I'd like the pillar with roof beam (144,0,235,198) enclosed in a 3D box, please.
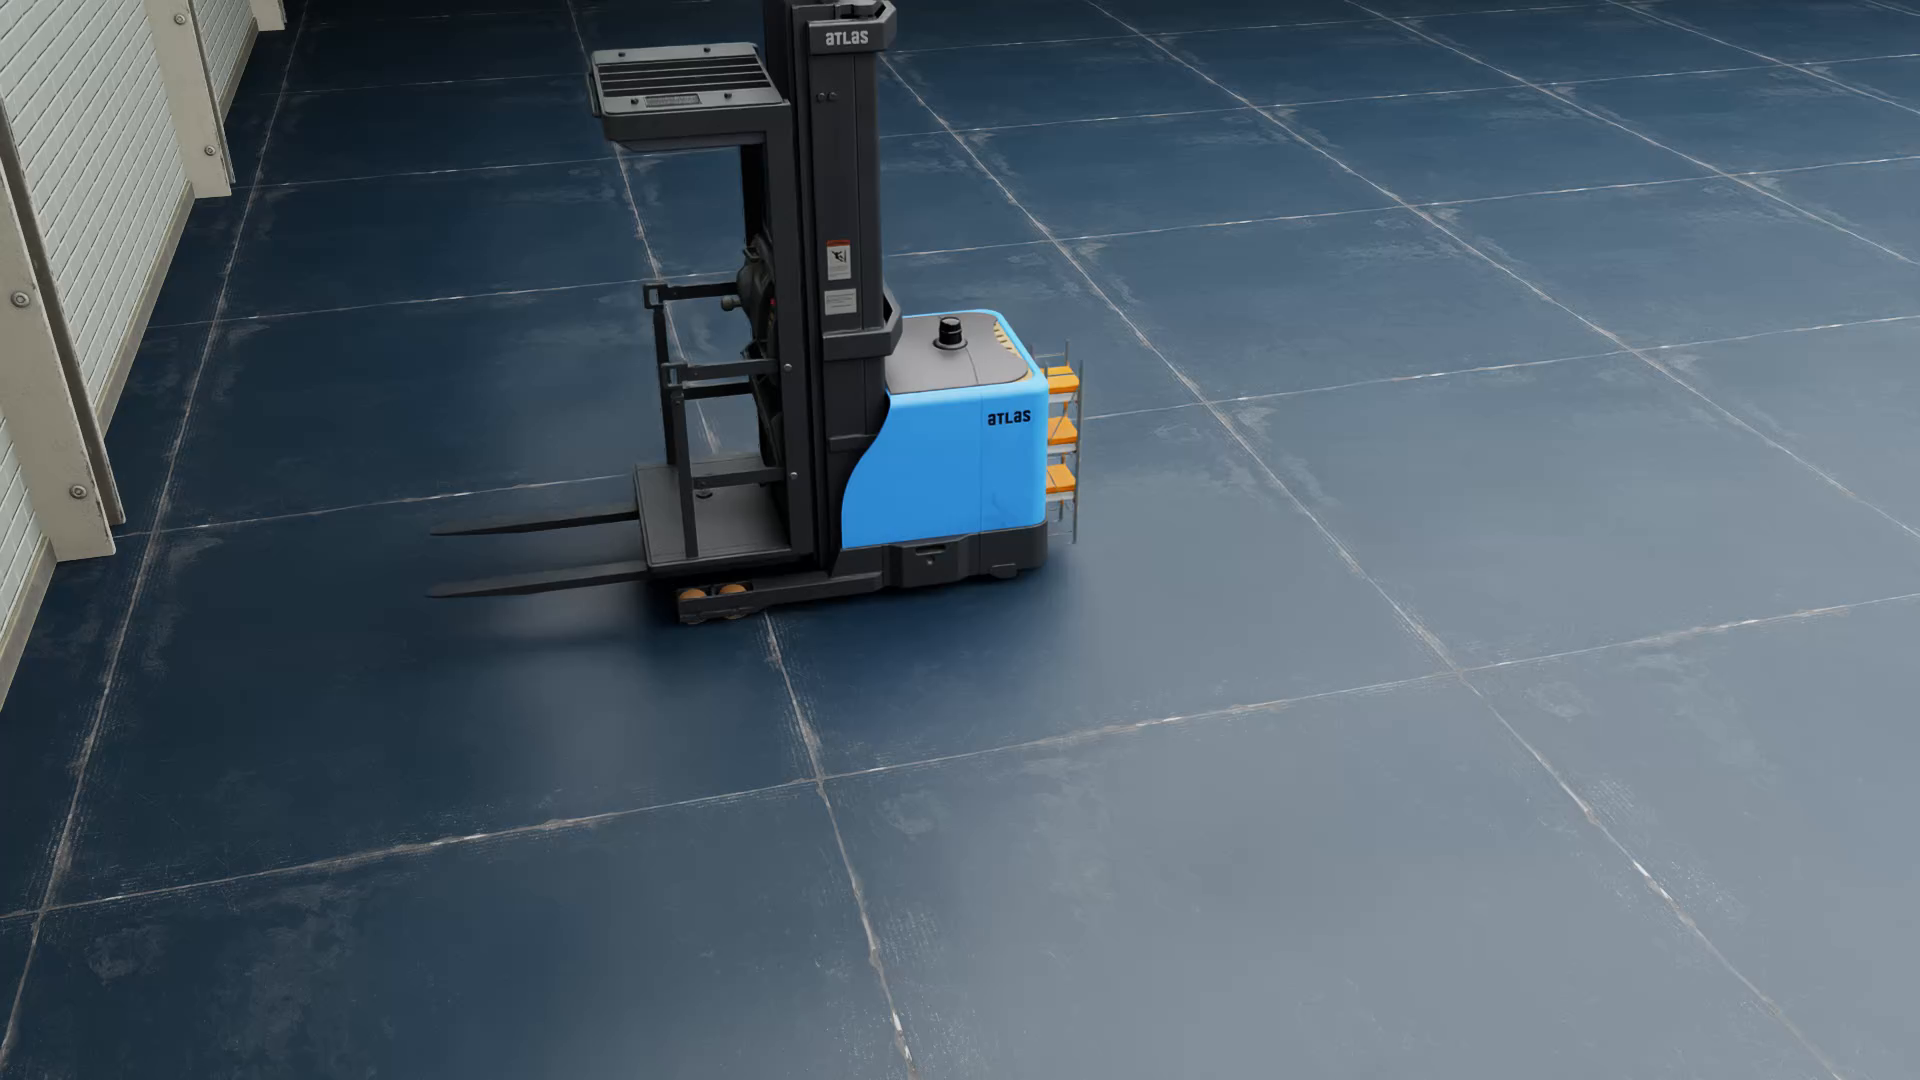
[{"bbox_3d":[-2.027,-7.365,12.491,9.100,9.000,0.400,-8,31,-13],"label":"pillar with roof beam"}]

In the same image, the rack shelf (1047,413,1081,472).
[{"bbox_3d":[0.482,-0.476,8.545,0.215,0.259,0.240,-7,31,-12],"label":"rack shelf"}]

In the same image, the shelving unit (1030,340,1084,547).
[{"bbox_3d":[0.482,-0.485,8.540,0.215,1.050,0.252,-7,31,-12],"label":"shelving unit"}]

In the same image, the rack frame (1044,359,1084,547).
[{"bbox_3d":[0.511,-0.426,8.437,0.200,1.050,0.008,-7,31,-12],"label":"rack frame"}]

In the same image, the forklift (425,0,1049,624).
[{"bbox_3d":[-1.133,-1.153,7.816,3.031,2.935,1.130,-7,31,-12],"label":"forklift"}]

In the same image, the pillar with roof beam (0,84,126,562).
[{"bbox_3d":[-0.435,-4.467,7.484,9.100,9.000,0.400,-8,31,-13],"label":"pillar with roof beam"}]

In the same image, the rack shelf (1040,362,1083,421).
[{"bbox_3d":[0.482,-0.721,8.403,0.215,0.259,0.240,-7,31,-12],"label":"rack shelf"}]

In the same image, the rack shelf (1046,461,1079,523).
[{"bbox_3d":[0.482,-0.235,8.684,0.215,0.259,0.240,-7,31,-12],"label":"rack shelf"}]

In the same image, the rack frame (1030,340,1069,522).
[{"bbox_3d":[0.453,-0.544,8.642,0.200,1.050,0.008,-7,31,-12],"label":"rack frame"}]

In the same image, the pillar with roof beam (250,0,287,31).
[{"bbox_3d":[-3.620,-10.263,17.498,9.100,9.000,0.400,-8,31,-13],"label":"pillar with roof beam"}]
